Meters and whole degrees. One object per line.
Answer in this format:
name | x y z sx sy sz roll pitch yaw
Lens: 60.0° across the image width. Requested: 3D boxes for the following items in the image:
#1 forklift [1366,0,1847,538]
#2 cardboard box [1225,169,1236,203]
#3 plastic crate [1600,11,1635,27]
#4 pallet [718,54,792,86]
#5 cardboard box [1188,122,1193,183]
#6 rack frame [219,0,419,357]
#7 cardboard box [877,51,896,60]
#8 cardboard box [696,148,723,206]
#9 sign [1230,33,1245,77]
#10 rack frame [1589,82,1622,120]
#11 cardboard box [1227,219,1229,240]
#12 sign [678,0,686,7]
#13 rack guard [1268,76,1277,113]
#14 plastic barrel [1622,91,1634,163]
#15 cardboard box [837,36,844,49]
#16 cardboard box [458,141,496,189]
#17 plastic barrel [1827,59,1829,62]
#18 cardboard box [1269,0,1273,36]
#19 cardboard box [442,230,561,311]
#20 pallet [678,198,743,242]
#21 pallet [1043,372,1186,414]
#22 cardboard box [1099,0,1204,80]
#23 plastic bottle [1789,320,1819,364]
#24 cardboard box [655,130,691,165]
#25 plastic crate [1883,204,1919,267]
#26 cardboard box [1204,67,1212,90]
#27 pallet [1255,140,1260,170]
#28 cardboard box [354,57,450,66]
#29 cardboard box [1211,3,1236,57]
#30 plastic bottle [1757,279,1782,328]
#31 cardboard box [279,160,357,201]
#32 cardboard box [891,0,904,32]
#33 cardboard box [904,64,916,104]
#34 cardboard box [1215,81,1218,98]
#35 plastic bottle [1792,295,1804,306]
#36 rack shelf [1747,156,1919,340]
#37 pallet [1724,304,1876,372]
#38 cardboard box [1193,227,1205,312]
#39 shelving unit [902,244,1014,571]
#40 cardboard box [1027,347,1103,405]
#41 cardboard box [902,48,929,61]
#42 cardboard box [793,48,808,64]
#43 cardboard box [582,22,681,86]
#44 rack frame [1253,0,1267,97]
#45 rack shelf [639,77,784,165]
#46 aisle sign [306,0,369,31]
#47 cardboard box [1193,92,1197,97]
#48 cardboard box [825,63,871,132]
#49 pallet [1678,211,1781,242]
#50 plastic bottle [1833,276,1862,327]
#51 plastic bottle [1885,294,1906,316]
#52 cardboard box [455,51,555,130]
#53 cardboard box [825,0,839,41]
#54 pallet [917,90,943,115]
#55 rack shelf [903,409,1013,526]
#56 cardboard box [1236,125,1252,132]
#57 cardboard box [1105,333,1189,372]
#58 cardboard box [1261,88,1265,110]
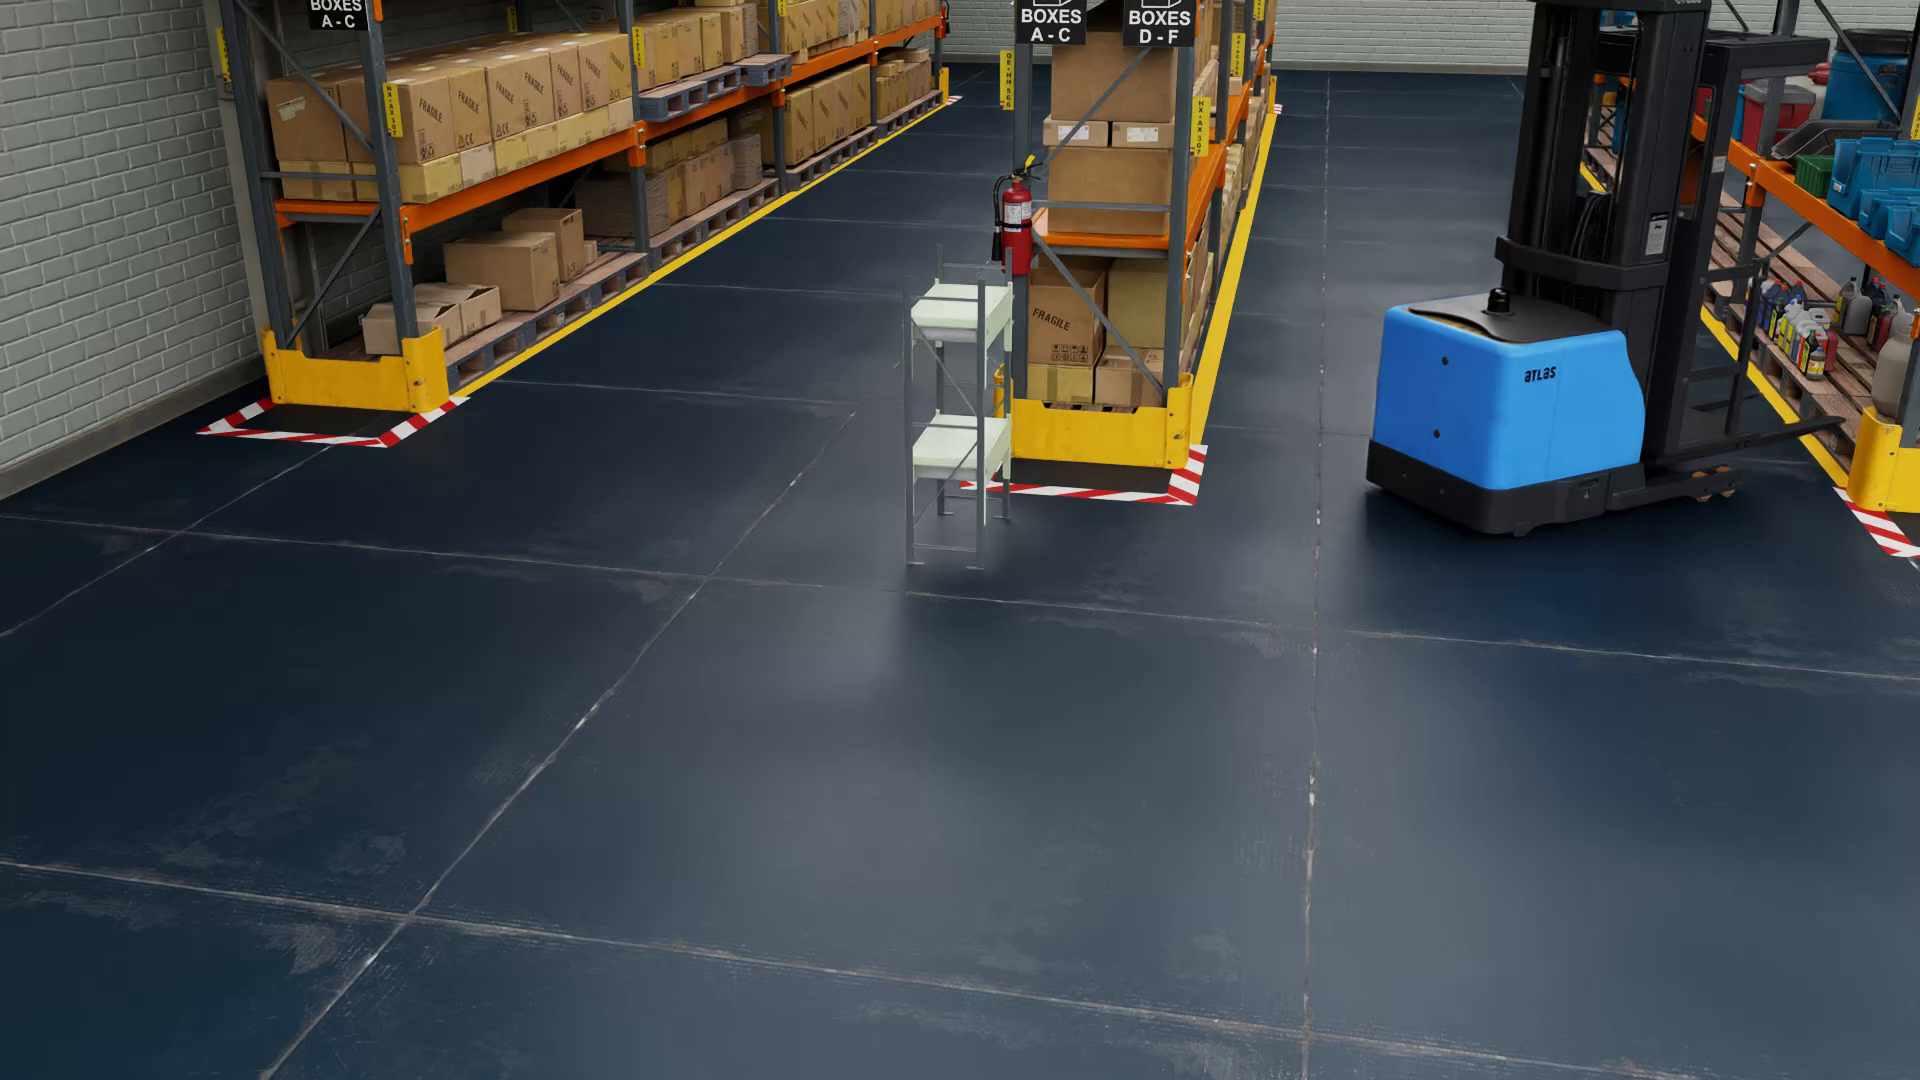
forklift | 3.878 -1.741 9.252 3.031 2.935 1.130 -11 24 -25
cardboard box | 2.263 -3.261 15.304 0.500 0.311 0.500 5 22 12
plastic crate | 7.865 -6.151 20.053 0.392 0.384 0.575 4 22 11
pallet | -2.452 -4.869 17.184 1.213 0.211 1.003 4 22 11
cardboard box | 1.227 -2.707 11.426 0.700 0.500 0.500 5 23 13
rack frame | -4.044 -2.301 10.551 1.000 3.000 0.127 4 22 11
cardboard box | -1.148 -7.009 24.157 0.380 0.149 0.250 5 22 11
cardboard box | -2.800 -3.640 16.635 0.700 0.500 0.500 4 22 11
sign | 2.166 -3.784 12.969 0.100 0.325 0.005 4 22 11
rack frame | 8.920 -7.397 23.205 1.000 3.000 0.127 4 22 11
cardboard box | 2.156 -2.812 14.939 0.500 0.250 0.500 4 22 9
sign | -2.955 -5.805 17.702 0.100 0.325 0.005 4 22 11
rack guard | 4.056 -6.589 24.544 1.175 0.500 0.348 4 22 11
plastic barrel | 7.831 -4.699 18.753 0.600 0.901 0.708 4 22 11
cardboard box | -1.624 -6.066 20.210 0.380 0.149 0.250 4 22 11
cardboard box | -3.541 -2.586 11.433 0.500 0.250 0.500 4 22 9
plastic barrel | 7.119 -3.831 14.169 0.433 0.535 0.433 0 22 0
cardboard box | 3.831 -6.896 21.826 0.500 0.500 0.500 4 22 11
cardboard box | -3.500 -2.065 12.722 0.700 0.500 0.500 3 22 8
pallet | -2.823 -3.203 16.523 1.003 0.211 1.213 4 22 11
pallet | 0.922 -0.914 10.840 1.003 0.211 1.213 4 22 11
cardboard box | 1.334 -3.505 11.670 0.700 0.500 0.500 4 22 11
plastic bottle | 5.707 -1.332 11.203 0.152 0.276 0.135 4 22 9
cardboard box | -2.905 -3.778 15.974 0.500 0.250 0.500 4 22 9
plastic crate | 5.464 -1.682 9.215 0.499 0.251 0.616 4 22 11
cardboard box | 1.674 -3.433 12.360 0.380 0.149 0.250 4 22 9
pallet | 3.126 -4.719 20.289 1.003 0.211 1.213 4 22 11
cardboard box | -3.942 -3.150 11.829 0.500 0.500 0.500 4 22 9
cardboard box | 2.457 -5.330 17.378 0.700 0.500 0.500 -3 22 -7
plastic bottle | 5.900 -1.720 12.067 0.144 0.351 0.185 5 22 12
cardboard box | -4.138 -2.426 11.037 0.500 0.250 0.500 5 22 12
cardboard box | -1.314 -7.292 22.544 0.980 0.700 0.700 4 22 10
cardboard box | -1.028 -6.557 23.903 0.700 0.500 0.500 4 22 9
cardboard box | 2.234 -4.263 15.760 0.380 0.149 0.250 6 23 15
plastic bottle | 5.989 -1.621 11.927 0.097 0.271 0.097 0 22 0
rack shelf | 6.063 -1.943 10.627 1.077 0.370 4.000 4 22 11
pallet | 6.293 -1.473 12.227 1.003 0.211 1.213 4 22 11
cardboard box | 1.442 -1.919 11.719 0.500 0.500 0.500 4 22 11
shelving unit | -0.001 -0.693 8.567 0.431 1.500 0.755 4 22 11
cardboard box | 0.627 -1.063 10.595 0.500 0.250 0.500 4 22 11
cardboard box | -0.672 -7.164 24.542 0.380 0.149 0.250 4 22 10
cardboard box | -1.920 -5.404 18.567 0.380 0.149 0.250 5 23 13
cardboard box | -2.969 -4.402 15.045 0.700 0.500 0.500 7 23 16
rack frame | 3.255 -6.313 20.514 1.000 3.000 0.127 4 22 11
rack shelf | -2.819 -4.161 16.134 1.077 0.370 4.000 4 22 11
aisle sign | -3.765 -3.458 9.944 0.394 0.787 0.004 4 22 11
cardboard box | 1.358 -2.870 10.963 0.380 0.149 0.250 4 22 10
cardboard box | -1.601 -5.639 21.157 0.750 0.750 0.750 5 22 12
pallet | 7.091 -2.898 15.766 1.003 0.211 1.213 4 22 11
plastic bottle | 6.481 -1.737 12.109 0.144 0.351 0.185 4 22 11
plastic bottle | 6.517 -1.538 11.614 0.144 0.351 0.185 4 22 11
cardboard box | -3.336 -3.298 12.198 0.500 0.500 0.500 5 23 13
cardboard box | -1.745 -6.142 19.529 0.500 0.500 0.500 5 22 12
pallet | -0.865 -6.560 24.861 1.003 0.211 1.213 4 22 11
rack shelf | -0.001 -0.391 8.689 0.431 0.370 0.720 4 22 11
cardboard box | 2.913 -4.232 18.102 0.500 0.500 0.500 4 22 9
cardboard box | 1.232 -1.206 10.952 0.500 0.250 0.500 4 22 11
cardboard box | 3.978 -6.142 23.180 0.500 0.250 0.500 4 22 11
